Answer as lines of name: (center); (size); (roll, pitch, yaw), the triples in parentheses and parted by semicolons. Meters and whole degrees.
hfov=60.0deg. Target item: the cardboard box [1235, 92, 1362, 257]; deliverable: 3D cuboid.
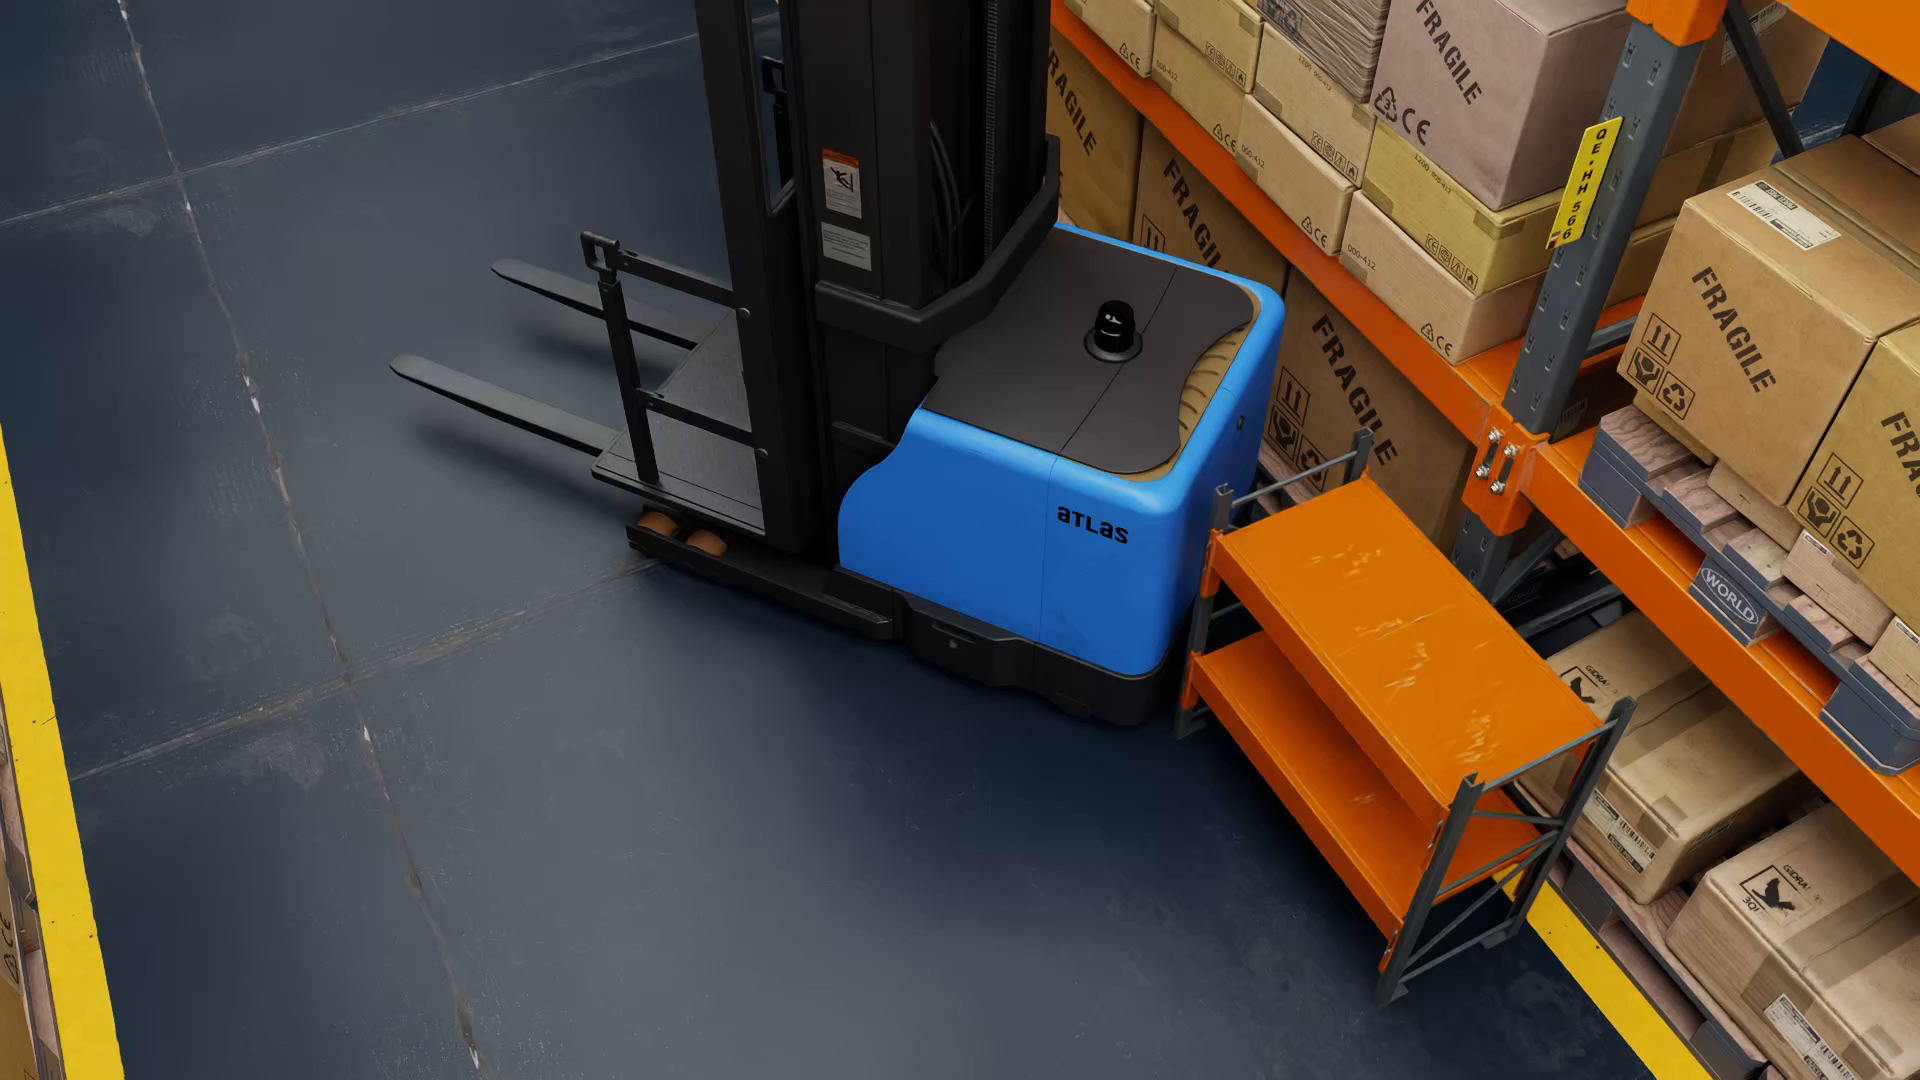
cardboard box: (1.159, -1.132, 4.847); (0.500, 0.250, 0.500); (-20, 52, -17)

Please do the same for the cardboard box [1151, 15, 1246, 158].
cardboard box: (0.942, -1.474, 5.146); (0.500, 0.250, 0.500); (-22, 52, -18)

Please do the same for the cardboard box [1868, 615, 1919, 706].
cardboard box: (2.143, 0.221, 3.451); (0.380, 0.149, 0.250); (-21, 52, -17)

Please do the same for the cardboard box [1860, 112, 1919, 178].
cardboard box: (2.324, -0.656, 3.788); (0.500, 0.500, 0.500); (-23, 53, -19)

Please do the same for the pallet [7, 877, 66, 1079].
pallet: (-2.843, 1.572, 4.235); (1.003, 0.211, 1.213); (-21, 52, -18)

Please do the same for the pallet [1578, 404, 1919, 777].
pallet: (2.289, -0.092, 3.965); (1.213, 0.211, 1.003); (-21, 52, -18)

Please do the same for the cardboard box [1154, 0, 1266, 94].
cardboard box: (0.931, -1.625, 4.946); (0.500, 0.250, 0.500); (-22, 53, -18)

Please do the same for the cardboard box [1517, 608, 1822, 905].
cardboard box: (2.118, 0.513, 4.775); (0.950, 0.372, 0.625); (-24, 53, -20)

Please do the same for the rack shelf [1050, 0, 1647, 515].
rack shelf: (0.953, -1.697, 5.720); (1.077, 0.370, 4.000); (-21, 52, -18)

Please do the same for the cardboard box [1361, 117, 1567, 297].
cardboard box: (1.421, -0.947, 4.353); (0.500, 0.250, 0.500); (-21, 52, -18)

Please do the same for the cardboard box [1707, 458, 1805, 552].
cardboard box: (1.951, -0.169, 3.793); (0.380, 0.149, 0.250); (-24, 53, -20)

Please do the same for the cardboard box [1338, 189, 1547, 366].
cardboard box: (1.406, -0.795, 4.552); (0.500, 0.250, 0.500); (-23, 53, -19)

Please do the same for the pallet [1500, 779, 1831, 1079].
pallet: (2.225, 0.846, 4.870); (1.003, 0.211, 1.213); (-21, 52, -18)

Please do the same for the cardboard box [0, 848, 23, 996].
cardboard box: (-2.817, 0.965, 4.295); (0.500, 0.500, 0.500); (-21, 52, -17)

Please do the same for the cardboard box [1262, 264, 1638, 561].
cardboard box: (1.626, -0.525, 5.349); (0.875, 0.875, 0.875); (-22, 52, -18)

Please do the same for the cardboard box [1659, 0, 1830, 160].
cardboard box: (1.860, -1.372, 4.227); (0.500, 0.500, 0.500); (-23, 53, -19)

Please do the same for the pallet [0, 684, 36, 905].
pallet: (-3.397, 0.756, 4.948); (1.003, 0.211, 1.213); (-21, 52, -18)

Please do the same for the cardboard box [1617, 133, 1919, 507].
cardboard box: (1.869, -0.484, 3.637); (0.500, 0.500, 0.500); (-23, 53, -19)

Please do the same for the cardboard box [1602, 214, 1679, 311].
cardboard box: (1.868, -0.960, 4.697); (0.500, 0.250, 0.500); (-22, 52, -18)

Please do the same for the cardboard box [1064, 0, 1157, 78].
cardboard box: (0.684, -1.806, 5.436); (0.500, 0.250, 0.500); (-22, 52, -18)

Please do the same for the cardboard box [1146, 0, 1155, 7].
cardboard box: (0.693, -1.972, 5.250); (0.500, 0.250, 0.500); (-23, 53, -19)

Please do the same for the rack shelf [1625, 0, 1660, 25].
rack shelf: (0.953, -2.685, 4.591); (1.077, 0.370, 4.000); (-21, 52, -18)

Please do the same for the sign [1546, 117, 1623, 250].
sign: (1.377, -0.783, 3.673); (0.100, 0.325, 0.005); (-21, 52, -18)

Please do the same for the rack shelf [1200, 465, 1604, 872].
rack shelf: (1.133, 0.303, 4.348); (0.538, 0.278, 1.000); (-22, 52, -18)

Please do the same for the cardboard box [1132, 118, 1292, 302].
cardboard box: (1.222, -1.124, 5.873); (0.875, 0.875, 0.875); (-21, 52, -17)

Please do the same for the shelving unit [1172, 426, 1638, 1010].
shelving unit: (1.132, 0.496, 4.568); (0.538, 1.125, 1.048); (-22, 52, -18)

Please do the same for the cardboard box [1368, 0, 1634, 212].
cardboard box: (1.399, -1.214, 4.088); (0.500, 0.500, 0.500); (-22, 53, -18)

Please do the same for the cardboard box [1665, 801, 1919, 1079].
cardboard box: (2.463, 1.004, 4.346); (0.950, 0.372, 0.625); (-22, 52, -18)

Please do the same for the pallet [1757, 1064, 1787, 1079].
pallet: (2.779, 1.661, 4.157); (1.003, 0.211, 1.213); (-21, 52, -18)

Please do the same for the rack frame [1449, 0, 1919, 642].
rack frame: (1.869, -0.596, 4.278); (1.000, 3.000, 0.127); (-21, 52, -18)

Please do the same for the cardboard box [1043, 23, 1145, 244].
cardboard box: (0.813, -1.722, 6.396); (0.875, 0.875, 0.875); (-20, 52, -16)

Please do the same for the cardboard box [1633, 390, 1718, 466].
cardboard box: (1.852, -0.370, 3.968); (0.380, 0.149, 0.250); (-24, 53, -20)

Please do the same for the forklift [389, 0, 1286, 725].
forklift: (-0.561, -1.173, 4.828); (3.031, 2.935, 1.130); (20, 52, 17)

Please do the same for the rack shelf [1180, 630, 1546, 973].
rack shelf: (1.131, 0.657, 4.752); (0.538, 0.278, 1.000); (-22, 52, -18)

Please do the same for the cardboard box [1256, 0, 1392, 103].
cardboard box: (1.157, -1.554, 4.386); (0.500, 0.500, 0.500); (-20, 52, -17)

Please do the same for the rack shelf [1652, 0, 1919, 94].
rack shelf: (2.784, -0.008, 2.249); (1.077, 0.370, 4.000); (-21, 52, -18)

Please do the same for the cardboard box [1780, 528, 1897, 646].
cardboard box: (2.036, 0.030, 3.619); (0.380, 0.149, 0.250); (-24, 53, -20)

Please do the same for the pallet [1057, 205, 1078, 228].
pallet: (1.021, -1.047, 6.525); (1.003, 0.211, 1.213); (-21, 52, -18)

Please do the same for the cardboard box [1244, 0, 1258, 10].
cardboard box: (0.936, -1.889, 4.679); (0.500, 0.500, 0.500); (-21, 52, -17)

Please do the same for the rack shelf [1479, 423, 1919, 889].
rack shelf: (2.784, 0.980, 3.378); (1.077, 0.370, 4.000); (-21, 52, -18)

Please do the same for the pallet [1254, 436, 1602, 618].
pallet: (1.575, -0.231, 5.812); (1.003, 0.211, 1.213); (-21, 52, -18)

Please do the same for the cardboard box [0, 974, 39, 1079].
cardboard box: (-2.583, 1.300, 4.001); (0.500, 0.500, 0.500); (-23, 53, -19)

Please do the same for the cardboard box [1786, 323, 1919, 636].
cardboard box: (2.113, -0.137, 3.334); (0.500, 0.500, 0.500); (-19, 51, -16)

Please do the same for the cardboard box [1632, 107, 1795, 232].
cardboard box: (1.856, -1.135, 4.517); (0.500, 0.250, 0.500); (-22, 52, -18)

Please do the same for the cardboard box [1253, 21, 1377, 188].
cardboard box: (1.183, -1.289, 4.652); (0.500, 0.250, 0.500); (-22, 53, -18)

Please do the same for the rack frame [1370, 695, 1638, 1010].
rack frame: (1.369, 0.834, 4.272); (0.500, 1.125, 0.032); (-22, 52, -18)

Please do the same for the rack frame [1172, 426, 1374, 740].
rack frame: (0.895, 0.158, 4.864); (0.500, 1.125, 0.032); (-22, 52, -18)
